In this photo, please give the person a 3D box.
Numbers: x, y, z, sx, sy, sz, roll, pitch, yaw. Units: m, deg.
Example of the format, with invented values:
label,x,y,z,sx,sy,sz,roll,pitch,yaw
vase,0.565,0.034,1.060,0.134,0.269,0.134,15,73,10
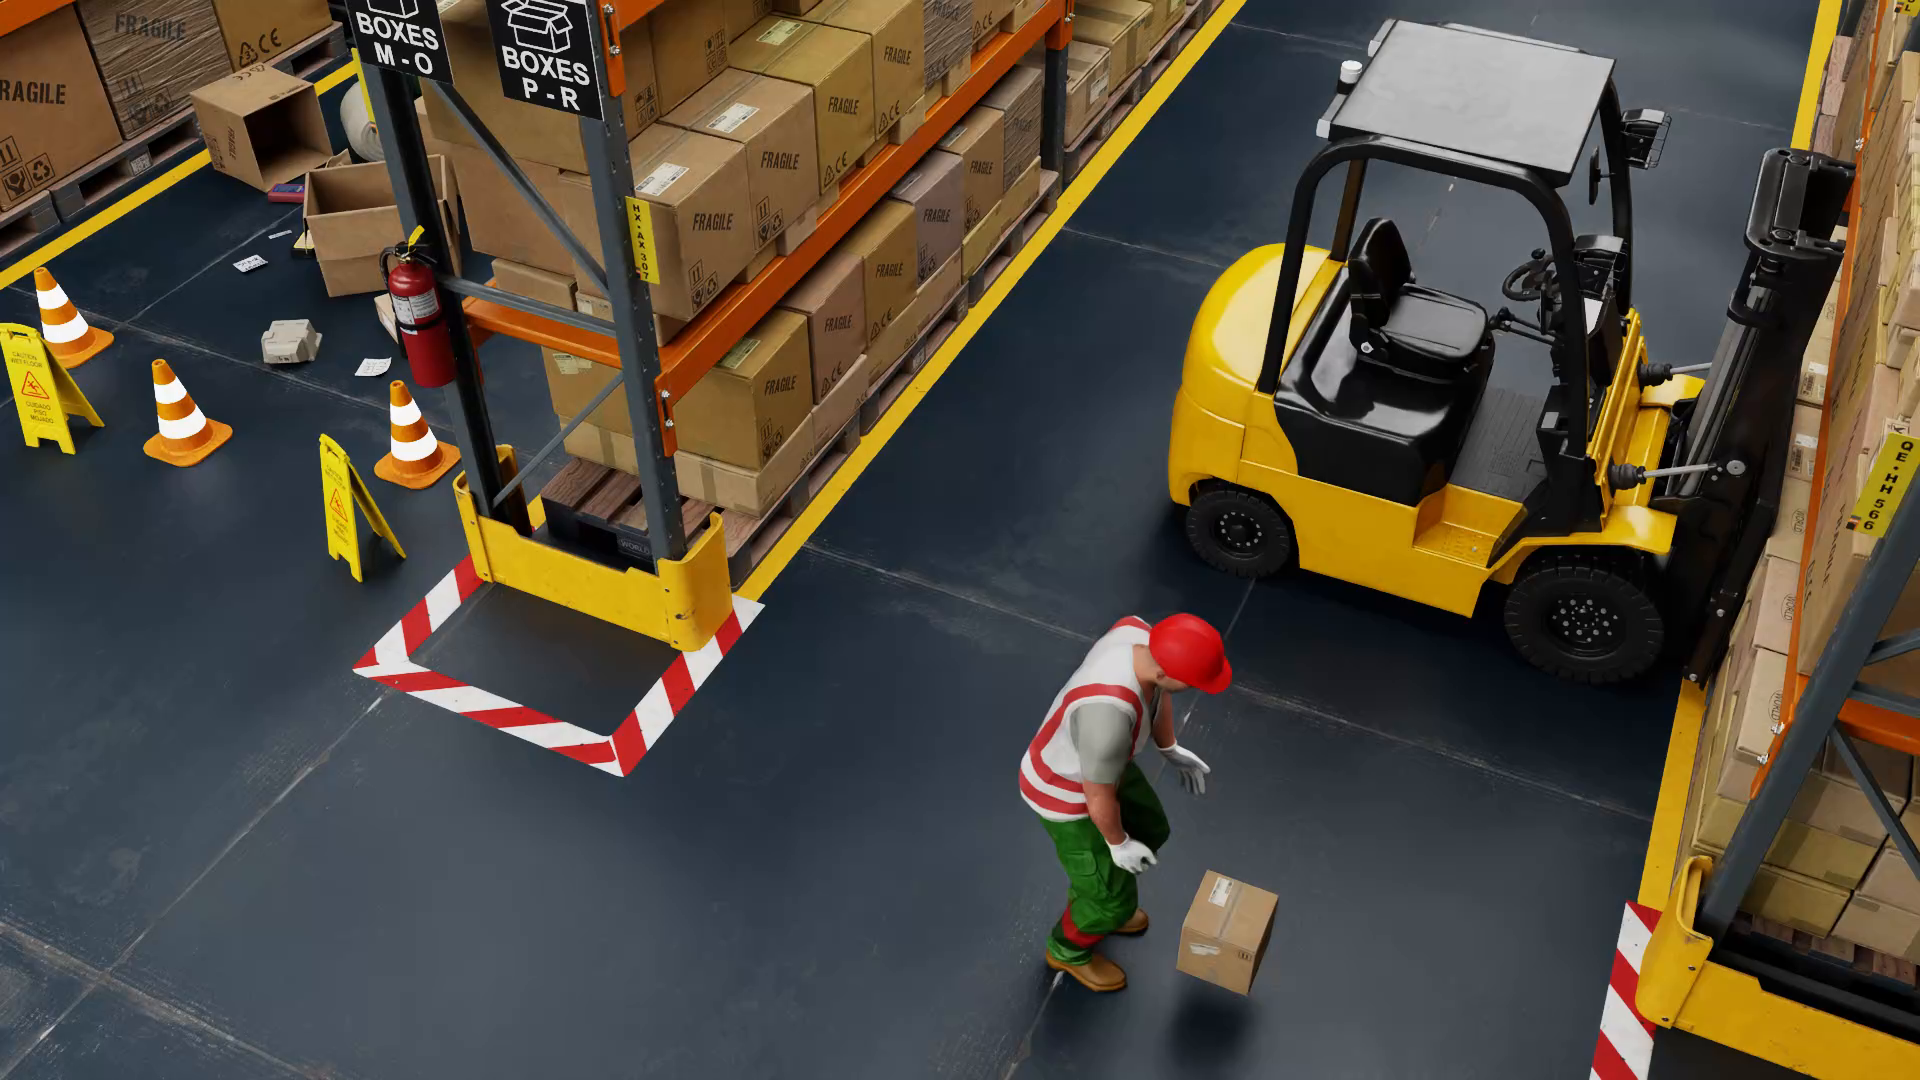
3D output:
label,x,y,z,sx,sy,sz,roll,pitch,yaw
person,0.514,0.799,5.366,0.602,1.627,0.568,18,45,19
